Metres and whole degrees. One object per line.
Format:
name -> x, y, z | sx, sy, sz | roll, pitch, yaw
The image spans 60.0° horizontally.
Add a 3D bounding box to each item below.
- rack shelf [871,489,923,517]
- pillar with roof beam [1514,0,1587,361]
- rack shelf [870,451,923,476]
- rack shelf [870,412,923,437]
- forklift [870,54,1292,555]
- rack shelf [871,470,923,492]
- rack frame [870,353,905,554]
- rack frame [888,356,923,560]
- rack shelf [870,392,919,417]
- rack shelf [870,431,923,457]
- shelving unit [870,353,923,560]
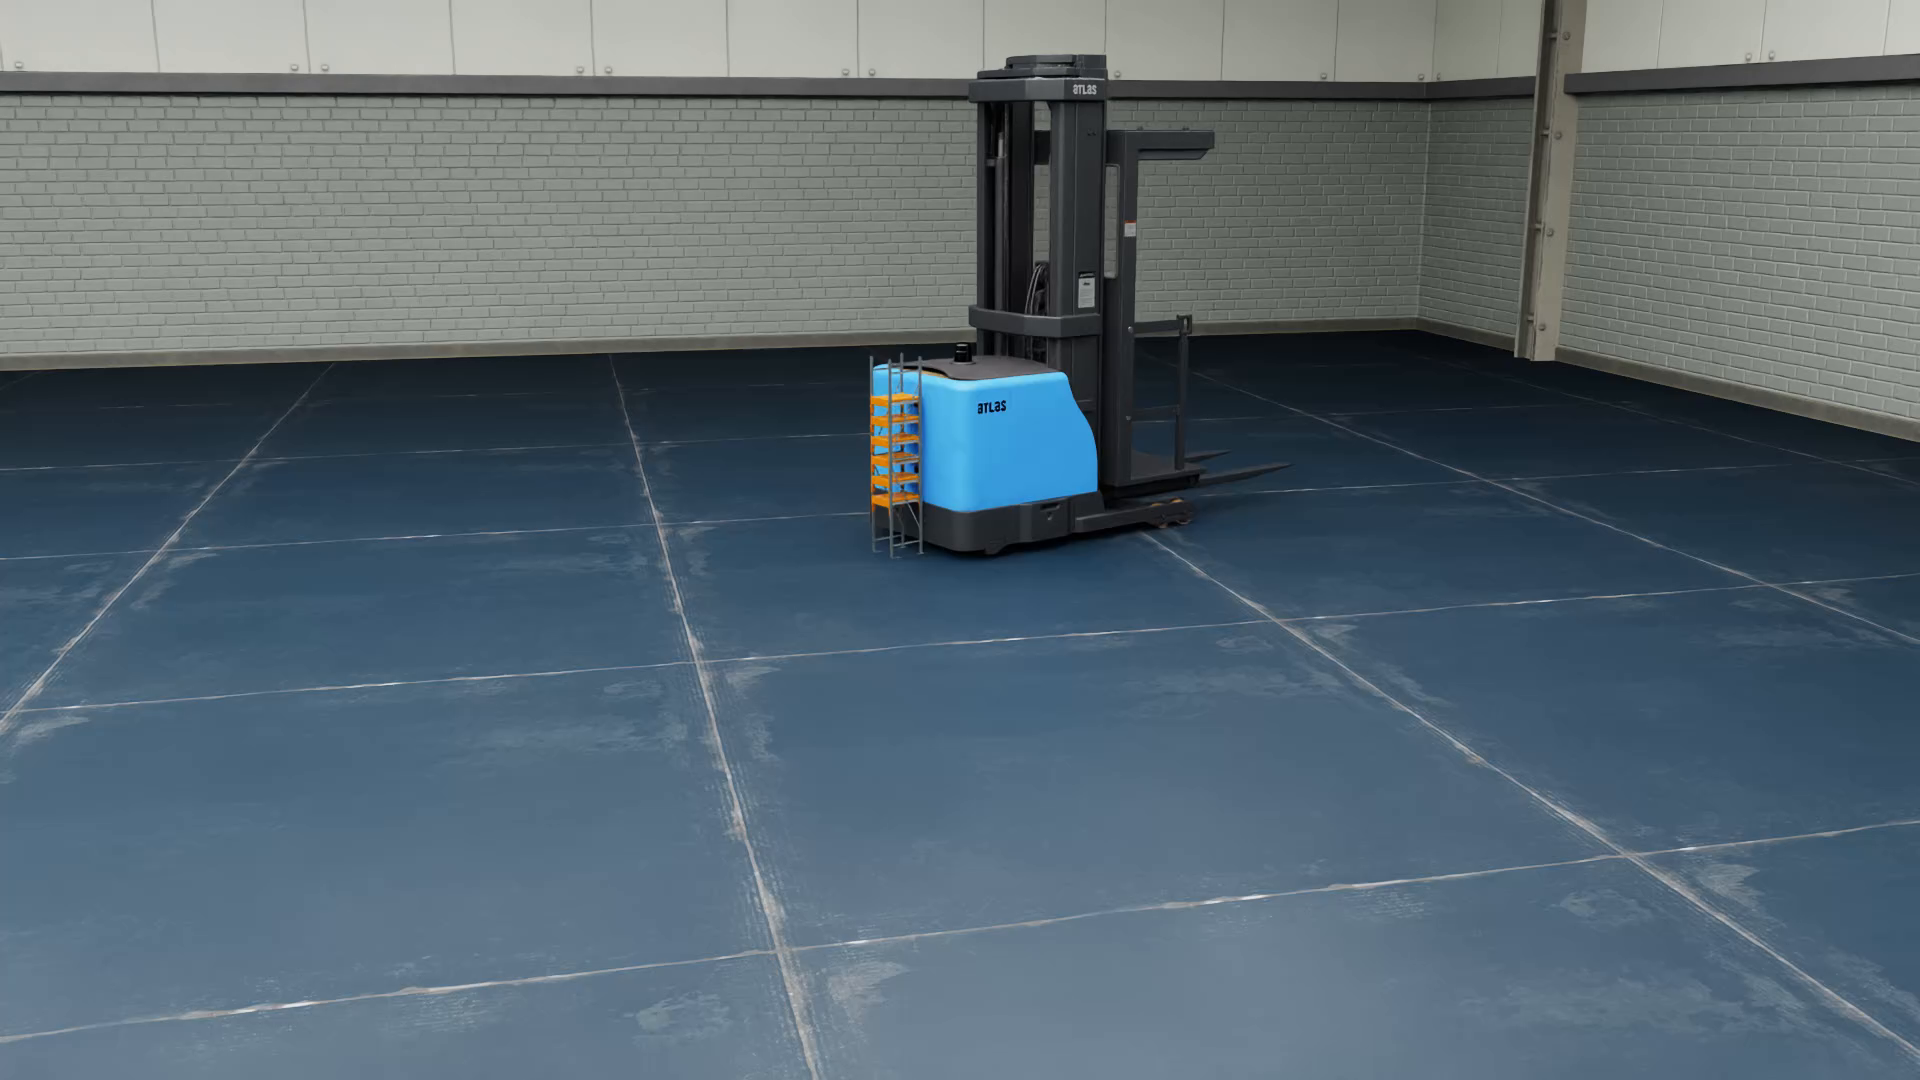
rack shelf -> -0.380, -0.224, 10.014 | 0.258, 0.103, 0.180 | -11, 17, -37
pillar with roof beam -> 2.332, -6.186, 16.787 | 9.100, 9.000, 0.400 | -3, 14, -13
rack shelf -> -0.380, -0.457, 9.957 | 0.258, 0.103, 0.180 | -11, 17, -37
rack shelf -> -0.380, -0.690, 9.900 | 0.258, 0.103, 0.180 | -11, 17, -37
forklift -> 0.916, -1.588, 10.750 | 3.031, 2.935, 1.130 | -10, 17, -35
rack shelf -> -0.380, -0.340, 9.985 | 0.258, 0.103, 0.180 | -11, 17, -37
rack frame -> -0.436, -0.517, 10.016 | 0.240, 1.200, 0.006 | -11, 17, -37
rack frame -> -0.323, -0.483, 9.876 | 0.240, 1.200, 0.006 | -11, 17, -37
rack shelf -> -0.380, -0.807, 9.871 | 0.258, 0.103, 0.180 | -11, 17, -37
rack shelf -> -0.380, -0.574, 9.928 | 0.258, 0.103, 0.180 | -11, 17, -37
shelving unit -> -0.380, -0.500, 9.946 | 0.258, 1.200, 0.189 | -11, 17, -37
